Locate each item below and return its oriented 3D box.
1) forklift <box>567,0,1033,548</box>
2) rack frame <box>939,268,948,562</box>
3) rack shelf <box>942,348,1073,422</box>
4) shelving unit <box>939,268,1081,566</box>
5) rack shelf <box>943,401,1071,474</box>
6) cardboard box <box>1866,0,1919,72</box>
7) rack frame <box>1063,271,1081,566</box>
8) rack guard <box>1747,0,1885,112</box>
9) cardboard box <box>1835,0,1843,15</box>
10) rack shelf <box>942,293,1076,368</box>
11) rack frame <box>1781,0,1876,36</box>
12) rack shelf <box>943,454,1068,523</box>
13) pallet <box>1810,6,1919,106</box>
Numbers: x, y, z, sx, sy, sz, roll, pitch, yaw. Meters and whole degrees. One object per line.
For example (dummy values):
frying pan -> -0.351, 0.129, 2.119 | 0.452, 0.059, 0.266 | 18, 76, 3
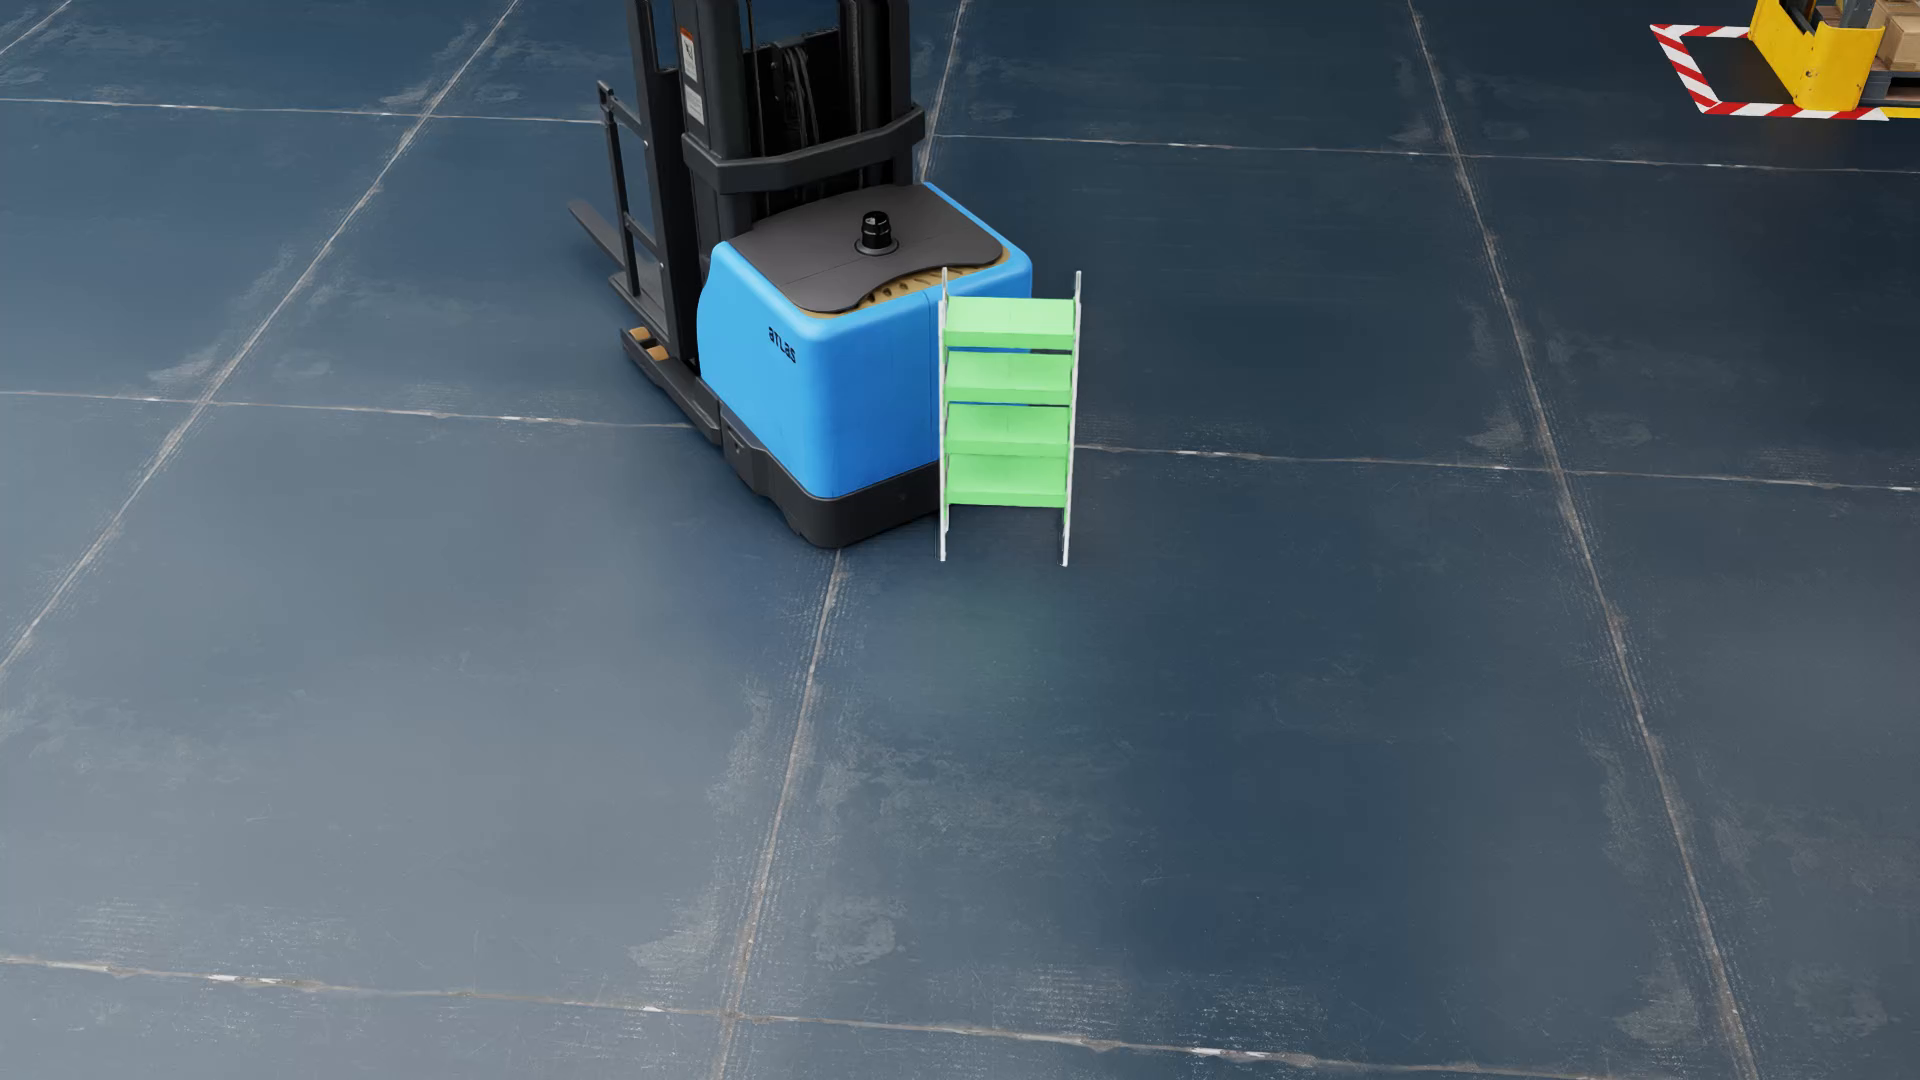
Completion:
forklift -> -0.919, -2.006, 6.893 | 1.130, 2.935, 3.031 | -22, 44, -25
rack frame -> -0.062, -0.454, 6.357 | 0.015, 1.200, 0.240 | 2, 39, 3
rack shelf -> 0.182, -0.582, 6.235 | 0.480, 0.148, 0.258 | 2, 39, 3
shelving unit -> 0.182, -0.445, 6.346 | 0.503, 1.200, 0.258 | 2, 39, 3
rack shelf -> 0.182, -0.395, 6.387 | 0.480, 0.148, 0.258 | 2, 39, 3
cardboard box -> 5.756, -3.007, 9.913 | 0.500, 0.250, 0.500 | 3, 39, 4
rack frame -> 0.426, -0.436, 6.335 | 0.015, 1.200, 0.240 | 2, 39, 3
rack guard -> 5.217, -3.111, 10.176 | 0.348, 0.500, 1.175 | 3, 39, 4
cardboard box -> 5.801, -3.332, 10.313 | 0.500, 0.250, 0.500 | 3, 39, 4
rack shelf -> 0.182, -0.768, 6.083 | 0.480, 0.148, 0.258 | 2, 39, 3
rack frame -> 5.241, -4.079, 9.386 | 0.127, 3.000, 1.000 | 3, 39, 4
rack shelf -> 0.182, -0.209, 6.538 | 0.480, 0.148, 0.258 | 2, 39, 3
pallet -> 6.006, -2.983, 10.247 | 1.213, 0.211, 1.003 | 3, 39, 4
